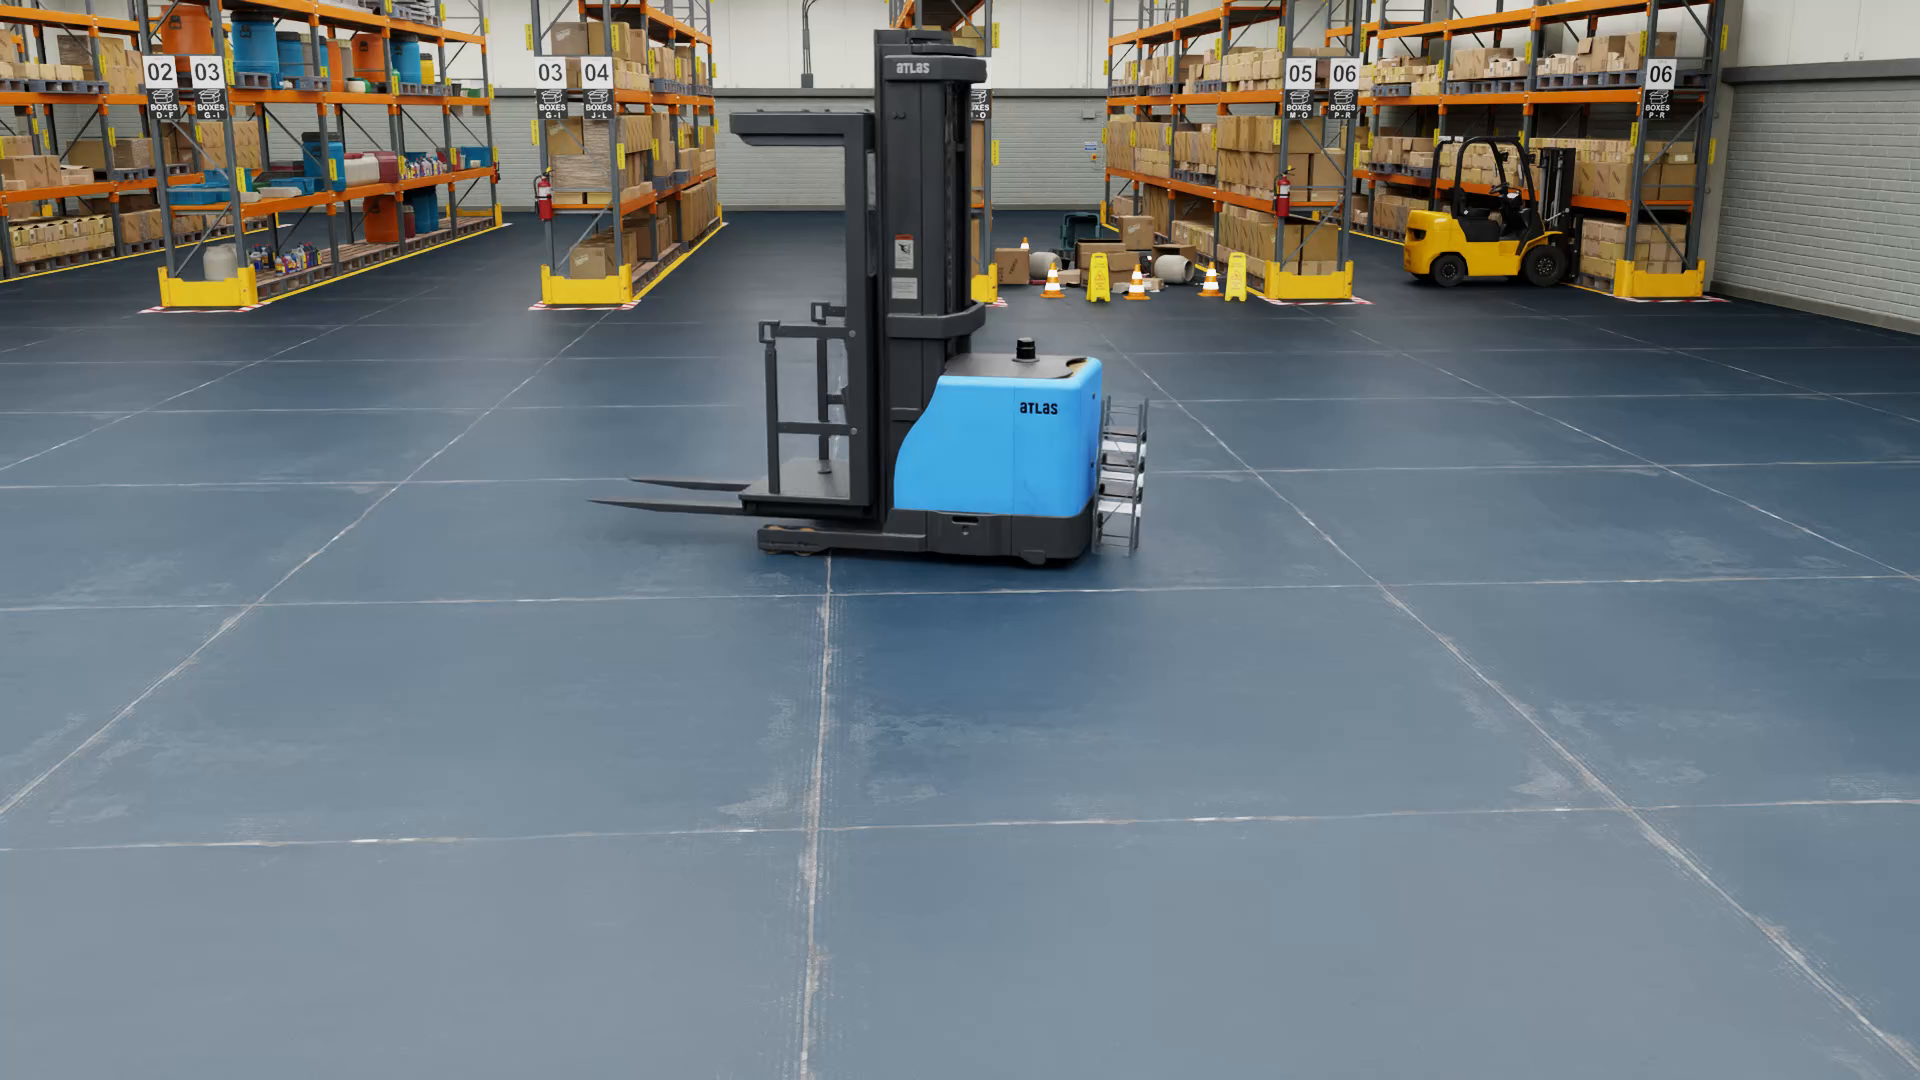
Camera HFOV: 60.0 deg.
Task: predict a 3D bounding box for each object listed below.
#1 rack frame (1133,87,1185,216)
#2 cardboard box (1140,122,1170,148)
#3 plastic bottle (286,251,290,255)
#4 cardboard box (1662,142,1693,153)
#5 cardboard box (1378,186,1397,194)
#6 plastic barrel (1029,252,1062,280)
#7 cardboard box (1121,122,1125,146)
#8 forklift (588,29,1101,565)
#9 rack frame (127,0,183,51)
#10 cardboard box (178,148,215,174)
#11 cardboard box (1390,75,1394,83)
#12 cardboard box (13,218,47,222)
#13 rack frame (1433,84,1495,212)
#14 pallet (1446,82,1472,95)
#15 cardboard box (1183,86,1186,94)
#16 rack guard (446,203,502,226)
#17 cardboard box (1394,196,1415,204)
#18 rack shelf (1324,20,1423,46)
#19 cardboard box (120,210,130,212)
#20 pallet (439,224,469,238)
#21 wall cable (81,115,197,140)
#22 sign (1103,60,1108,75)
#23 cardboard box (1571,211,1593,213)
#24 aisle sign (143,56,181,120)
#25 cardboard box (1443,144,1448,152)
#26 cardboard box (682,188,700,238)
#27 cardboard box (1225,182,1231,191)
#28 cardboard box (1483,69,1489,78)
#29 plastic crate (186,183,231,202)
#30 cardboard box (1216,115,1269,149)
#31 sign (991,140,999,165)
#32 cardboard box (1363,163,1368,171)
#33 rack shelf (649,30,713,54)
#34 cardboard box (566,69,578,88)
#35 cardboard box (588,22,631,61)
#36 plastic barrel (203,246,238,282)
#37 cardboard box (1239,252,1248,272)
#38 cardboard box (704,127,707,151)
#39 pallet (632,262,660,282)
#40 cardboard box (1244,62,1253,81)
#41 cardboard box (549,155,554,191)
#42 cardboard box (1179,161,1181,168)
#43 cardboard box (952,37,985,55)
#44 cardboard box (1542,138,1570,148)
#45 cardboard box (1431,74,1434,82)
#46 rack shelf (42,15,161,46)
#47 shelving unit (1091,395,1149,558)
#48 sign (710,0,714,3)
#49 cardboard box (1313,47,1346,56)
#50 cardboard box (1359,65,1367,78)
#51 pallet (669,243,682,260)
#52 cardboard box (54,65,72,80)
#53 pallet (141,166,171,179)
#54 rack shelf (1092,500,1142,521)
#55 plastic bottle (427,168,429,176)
[{"bbox_3d":[4.105,-7.799,34.319,1.000,3.000,0.127,-1,14,-3],"label":"rack frame"},{"bbox_3d":[3.904,-8.092,33.249,0.500,0.500,0.500,-1,14,-4],"label":"cardboard box"},{"bbox_3d":[-9.975,-4.152,24.711,0.061,0.283,0.133,-1,14,-3],"label":"plastic bottle"},{"bbox_3d":[9.995,-5.486,23.228,0.380,0.149,0.250,-1,14,-5],"label":"cardboard box"},{"bbox_3d":[8.876,-7.235,34.403,0.380,0.149,0.250,-1,14,-4],"label":"cardboard box"},{"bbox_3d":[1.267,-4.202,25.508,0.512,0.421,0.421,10,18,35],"label":"plastic barrel"},{"bbox_3d":[3.736,-8.698,35.604,0.500,0.500,0.500,-1,14,-3],"label":"cardboard box"},{"bbox_3d":[-0.710,-1.447,9.770,3.031,2.935,1.130,3,15,12],"label":"forklift"},{"bbox_3d":[-15.674,-10.400,32.386,1.000,3.000,0.127,-1,14,-3],"label":"rack frame"},{"bbox_3d":[-15.433,-7.674,33.630,0.500,0.500,0.500,-1,14,-2],"label":"cardboard box"},{"bbox_3d":[8.746,-9.125,32.913,0.380,0.149,0.250,-1,14,-4],"label":"cardboard box"},{"bbox_3d":[-15.616,-5.251,27.963,0.500,0.311,0.500,-1,14,-5],"label":"cardboard box"},{"bbox_3d":[9.306,-6.882,30.754,1.000,3.000,0.127,-1,14,-3],"label":"rack frame"},{"bbox_3d":[9.438,-8.076,29.753,1.213,0.211,1.003,0,14,-1],"label":"pallet"},{"bbox_3d":[4.202,-8.054,29.796,0.380,0.149,0.250,-1,14,-3],"label":"cardboard box"},{"bbox_3d":[-10.992,-7.360,37.628,1.175,0.500,0.348,-1,14,-3],"label":"rack guard"},{"bbox_3d":[8.946,-6.828,33.418,0.380,0.149,0.250,-1,14,-4],"label":"cardboard box"},{"bbox_3d":[8.935,-10.930,35.896,1.077,0.370,4.000,-1,14,-3],"label":"rack shelf"},{"bbox_3d":[-15.750,-5.860,30.914,0.500,0.500,0.500,-1,14,-5],"label":"cardboard box"},{"bbox_3d":[-10.814,-6.402,34.483,1.003,0.211,1.213,-1,14,-3],"label":"pallet"},{"bbox_3d":[-20.859,-11.225,41.827,3.097,2.526,0.112,-1,14,-3],"label":"wall cable"},{"bbox_3d":[3.303,-10.701,37.665,0.100,0.325,0.005,-1,14,-3],"label":"sign"},{"bbox_3d":[9.778,-5.124,26.589,0.500,0.250,0.500,-1,14,-2],"label":"cardboard box"},{"bbox_3d":[-10.278,-5.822,21.417,0.394,0.787,0.004,-1,14,-3],"label":"aisle sign"},{"bbox_3d":[9.032,-7.161,30.335,0.380,0.149,0.250,0,14,-2],"label":"cardboard box"},{"bbox_3d":[-5.608,-6.220,31.601,1.225,0.875,0.875,-1,14,-3],"label":"cardboard box"},{"bbox_3d":[4.367,-5.543,26.053,0.380,0.149,0.250,0,14,-2],"label":"cardboard box"},{"bbox_3d":[9.135,-7.931,28.271,0.380,0.149,0.250,-1,14,-4],"label":"cardboard box"},{"bbox_3d":[-10.350,-4.795,22.941,0.499,0.251,0.408,-1,14,-3],"label":"plastic crate"},{"bbox_3d":[4.411,-6.374,25.974,0.700,0.500,0.500,-1,14,-4],"label":"cardboard box"},{"bbox_3d":[0.468,-5.178,22.235,0.100,0.325,0.005,-1,14,-3],"label":"sign"},{"bbox_3d":[8.749,-7.895,35.195,0.380,0.149,0.250,0,14,-2],"label":"cardboard box"},{"bbox_3d":[-5.910,-10.507,35.050,1.077,0.370,4.000,-1,14,-3],"label":"rack shelf"},{"bbox_3d":[-5.326,-6.158,22.221,0.500,0.250,0.500,-1,14,-2],"label":"cardboard box"},{"bbox_3d":[-4.865,-6.923,23.091,0.500,0.500,0.500,-1,14,-4],"label":"cardboard box"},{"bbox_3d":[-10.103,-3.746,22.717,0.421,0.512,0.421,0,14,0],"label":"plastic barrel"},{"bbox_3d":[4.467,-4.142,24.782,0.500,0.250,0.500,-1,14,-5],"label":"cardboard box"},{"bbox_3d":[-5.620,-8.456,35.070,0.500,0.500,0.500,-1,14,-5],"label":"cardboard box"},{"bbox_3d":[-5.214,-4.140,25.692,1.003,0.211,1.213,-1,14,-3],"label":"pallet"},{"bbox_3d":[4.447,-6.842,24.282,0.500,0.250,0.500,-1,14,-3],"label":"cardboard box"},{"bbox_3d":[-5.200,-5.114,23.085,0.875,0.500,0.500,-1,14,-3],"label":"cardboard box"},{"bbox_3d":[4.187,-6.802,30.106,0.380,0.149,0.250,-2,15,-7],"label":"cardboard box"},{"bbox_3d":[0.140,-6.613,22.350,0.500,0.250,0.500,-1,14,-4],"label":"cardboard box"},{"bbox_3d":[9.402,-6.247,26.185,0.380,0.149,0.250,-1,14,-3],"label":"cardboard box"},{"bbox_3d":[9.057,-8.670,31.185,0.380,0.149,0.250,-1,14,-2],"label":"cardboard box"},{"bbox_3d":[-15.550,-9.360,30.592,1.077,0.370,4.000,-1,14,-3],"label":"rack shelf"},{"bbox_3d":[0.926,-0.370,9.633,0.258,0.900,0.210,6,16,14],"label":"shelving unit"},{"bbox_3d":[-5.492,-12.042,36.736,0.100,0.325,0.005,-1,14,-3],"label":"sign"},{"bbox_3d":[5.030,-6.624,22.634,0.380,0.149,0.250,-1,14,-4],"label":"cardboard box"},{"bbox_3d":[8.747,-9.891,35.129,0.500,0.250,0.500,-1,14,-4],"label":"cardboard box"},{"bbox_3d":[-5.491,-5.107,29.450,1.003,0.211,1.213,-1,14,-3],"label":"pallet"},{"bbox_3d":[-15.291,-7.841,27.919,0.500,0.250,0.500,0,14,-2],"label":"cardboard box"},{"bbox_3d":[-15.551,-6.890,31.171,1.003,0.211,1.213,-1,14,-3],"label":"pallet"},{"bbox_3d":[0.917,-0.164,9.689,0.258,0.077,0.200,6,16,14],"label":"rack shelf"},{"bbox_3d":[-10.286,-7.102,32.009,0.097,0.201,0.097,0,14,0],"label":"plastic bottle"}]
